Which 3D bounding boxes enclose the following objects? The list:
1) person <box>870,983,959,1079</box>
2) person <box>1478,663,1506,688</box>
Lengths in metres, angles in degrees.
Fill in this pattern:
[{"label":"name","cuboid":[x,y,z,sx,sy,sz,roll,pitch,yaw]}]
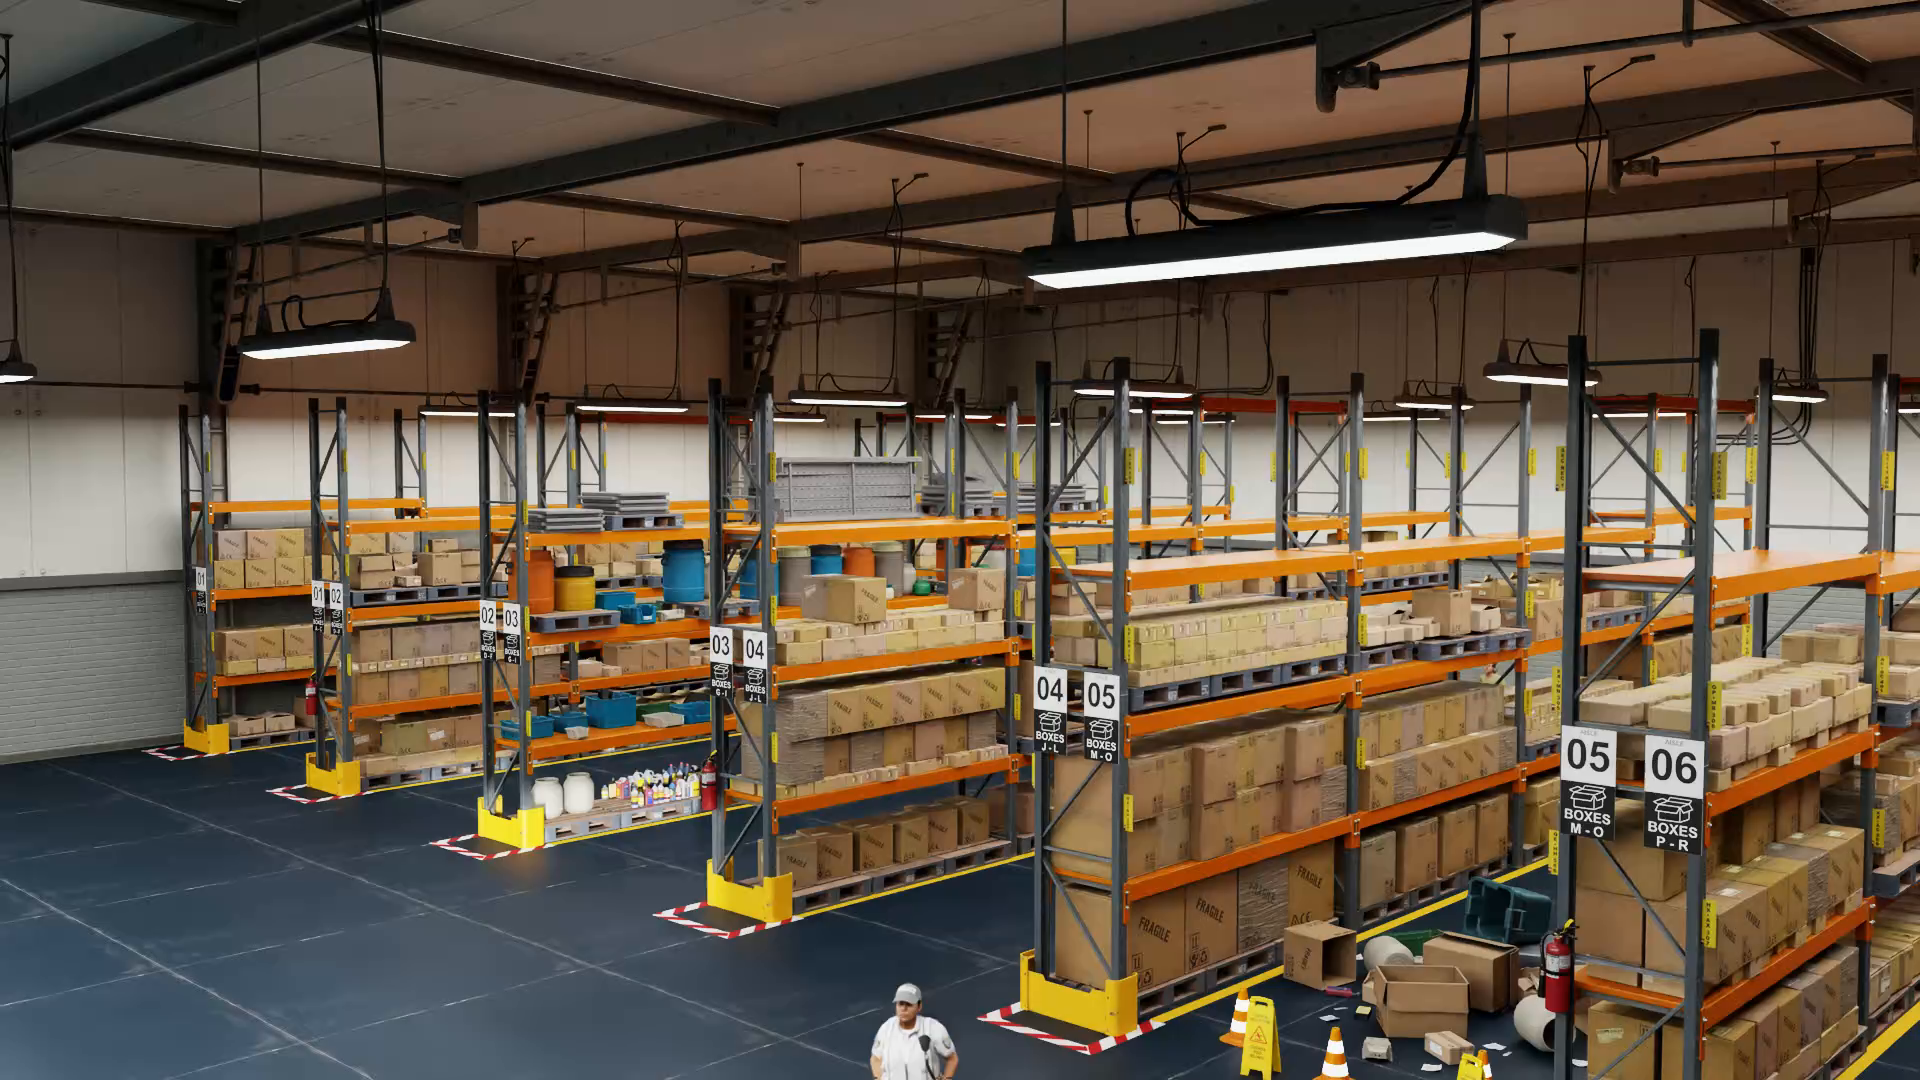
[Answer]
[{"label":"person","cuboid":[-0.312,3.771,11.137,0.602,1.650,0.612,0,3,6]},{"label":"person","cuboid":[8.974,2.866,28.098,0.579,1.721,0.704,2,4,39]}]
